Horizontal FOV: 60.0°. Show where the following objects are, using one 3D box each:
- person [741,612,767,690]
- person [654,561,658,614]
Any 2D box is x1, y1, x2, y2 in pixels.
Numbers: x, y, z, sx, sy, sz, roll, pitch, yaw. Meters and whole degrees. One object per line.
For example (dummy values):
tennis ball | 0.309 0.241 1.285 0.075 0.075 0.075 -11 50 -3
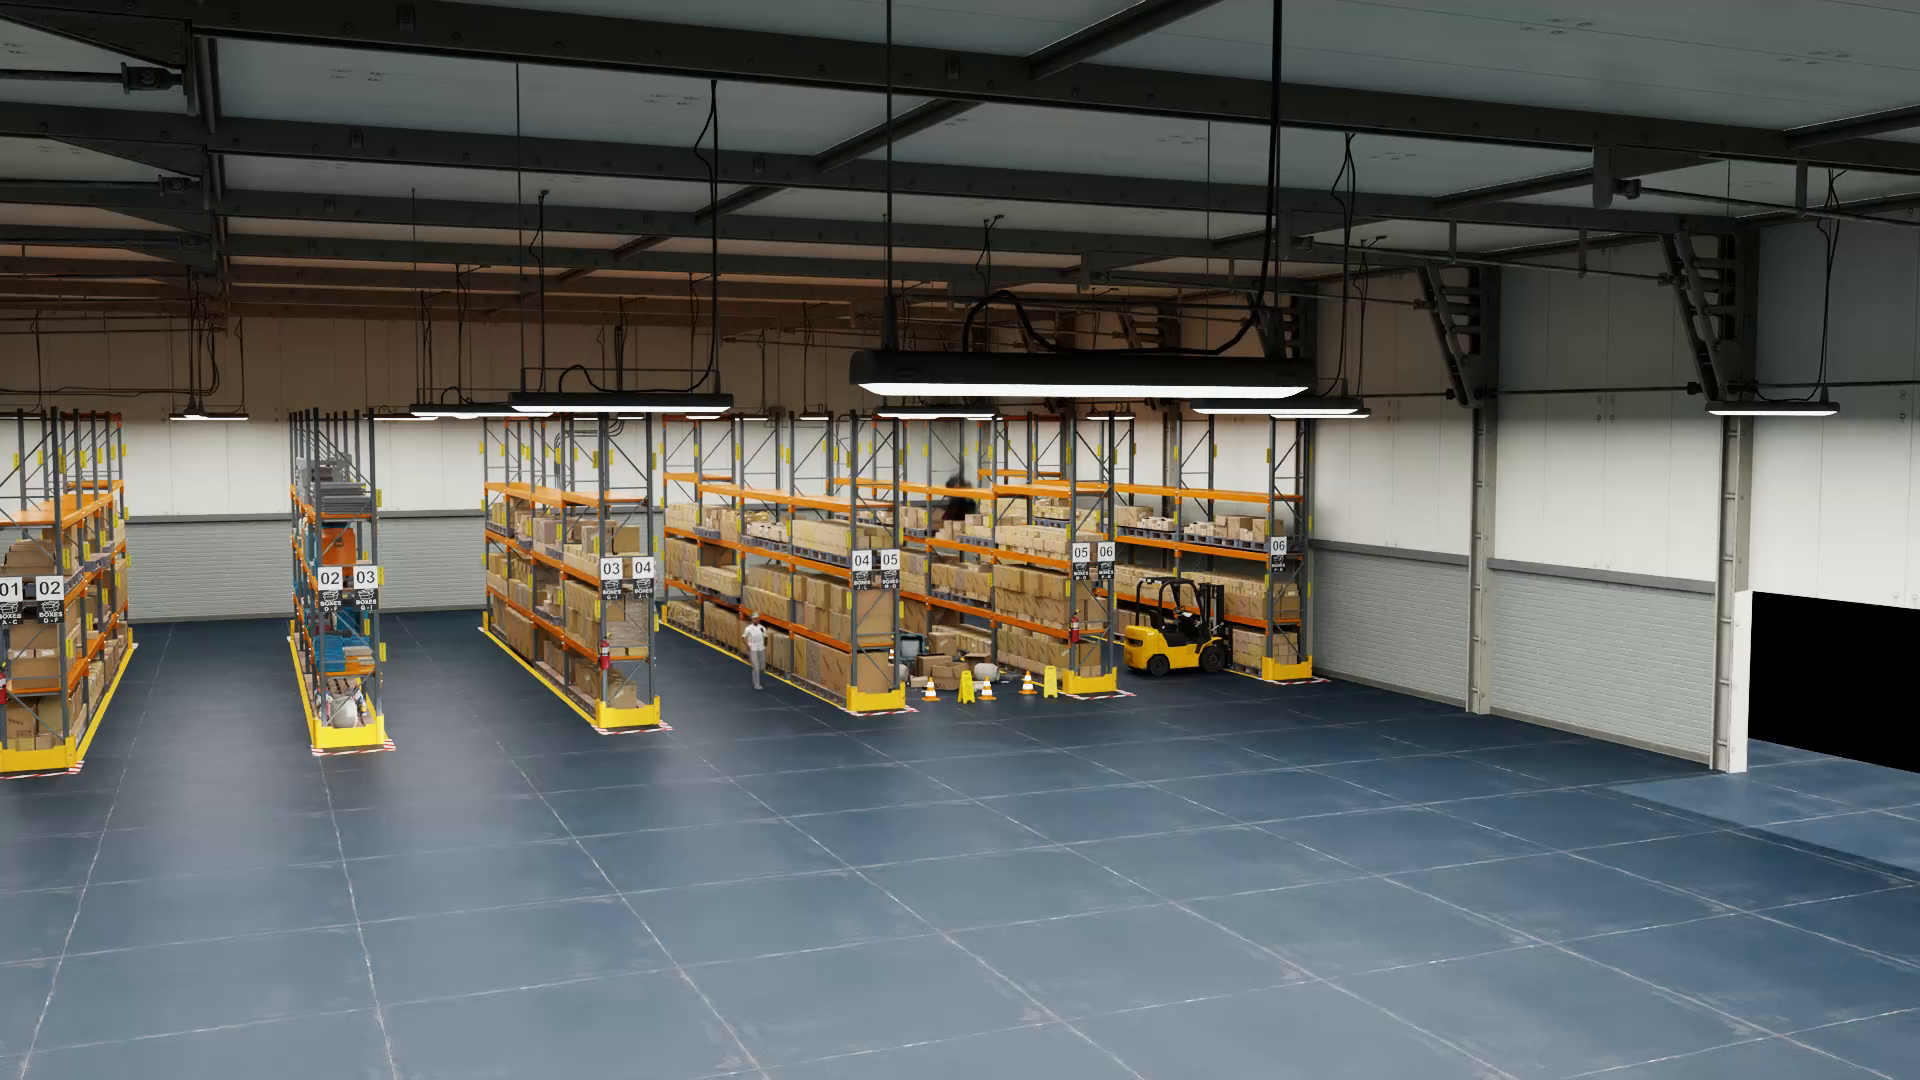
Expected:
person | -4.430 2.376 35.943 0.580 1.655 0.701 -2 5 -29
person | -9.033 1.451 48.475 0.671 1.756 0.633 4 6 44
